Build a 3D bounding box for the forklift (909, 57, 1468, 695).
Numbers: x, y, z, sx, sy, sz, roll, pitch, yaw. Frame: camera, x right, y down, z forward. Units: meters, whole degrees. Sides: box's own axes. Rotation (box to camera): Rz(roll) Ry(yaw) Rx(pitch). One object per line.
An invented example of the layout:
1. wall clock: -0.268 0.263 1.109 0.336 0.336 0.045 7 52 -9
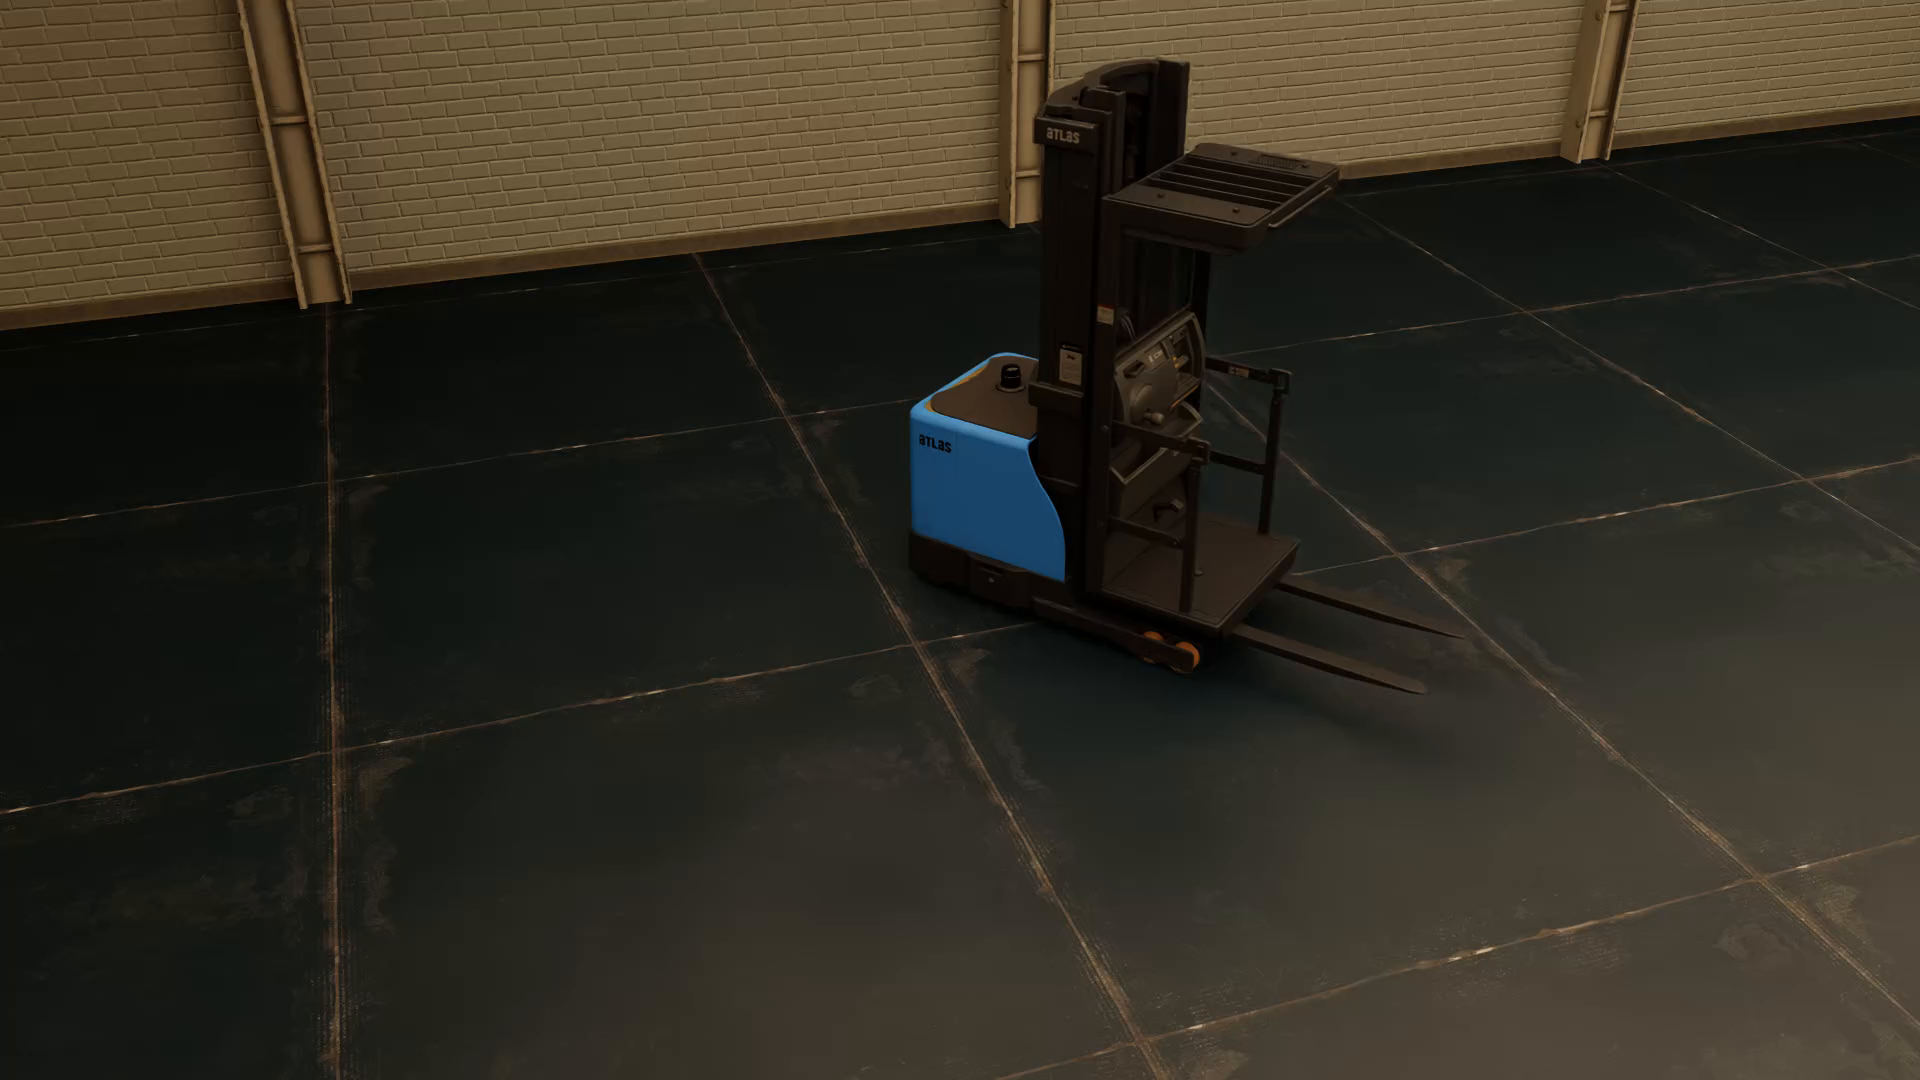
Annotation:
1. forklift: 1.219 -0.865 8.591 3.031 2.935 1.130 18 34 28
